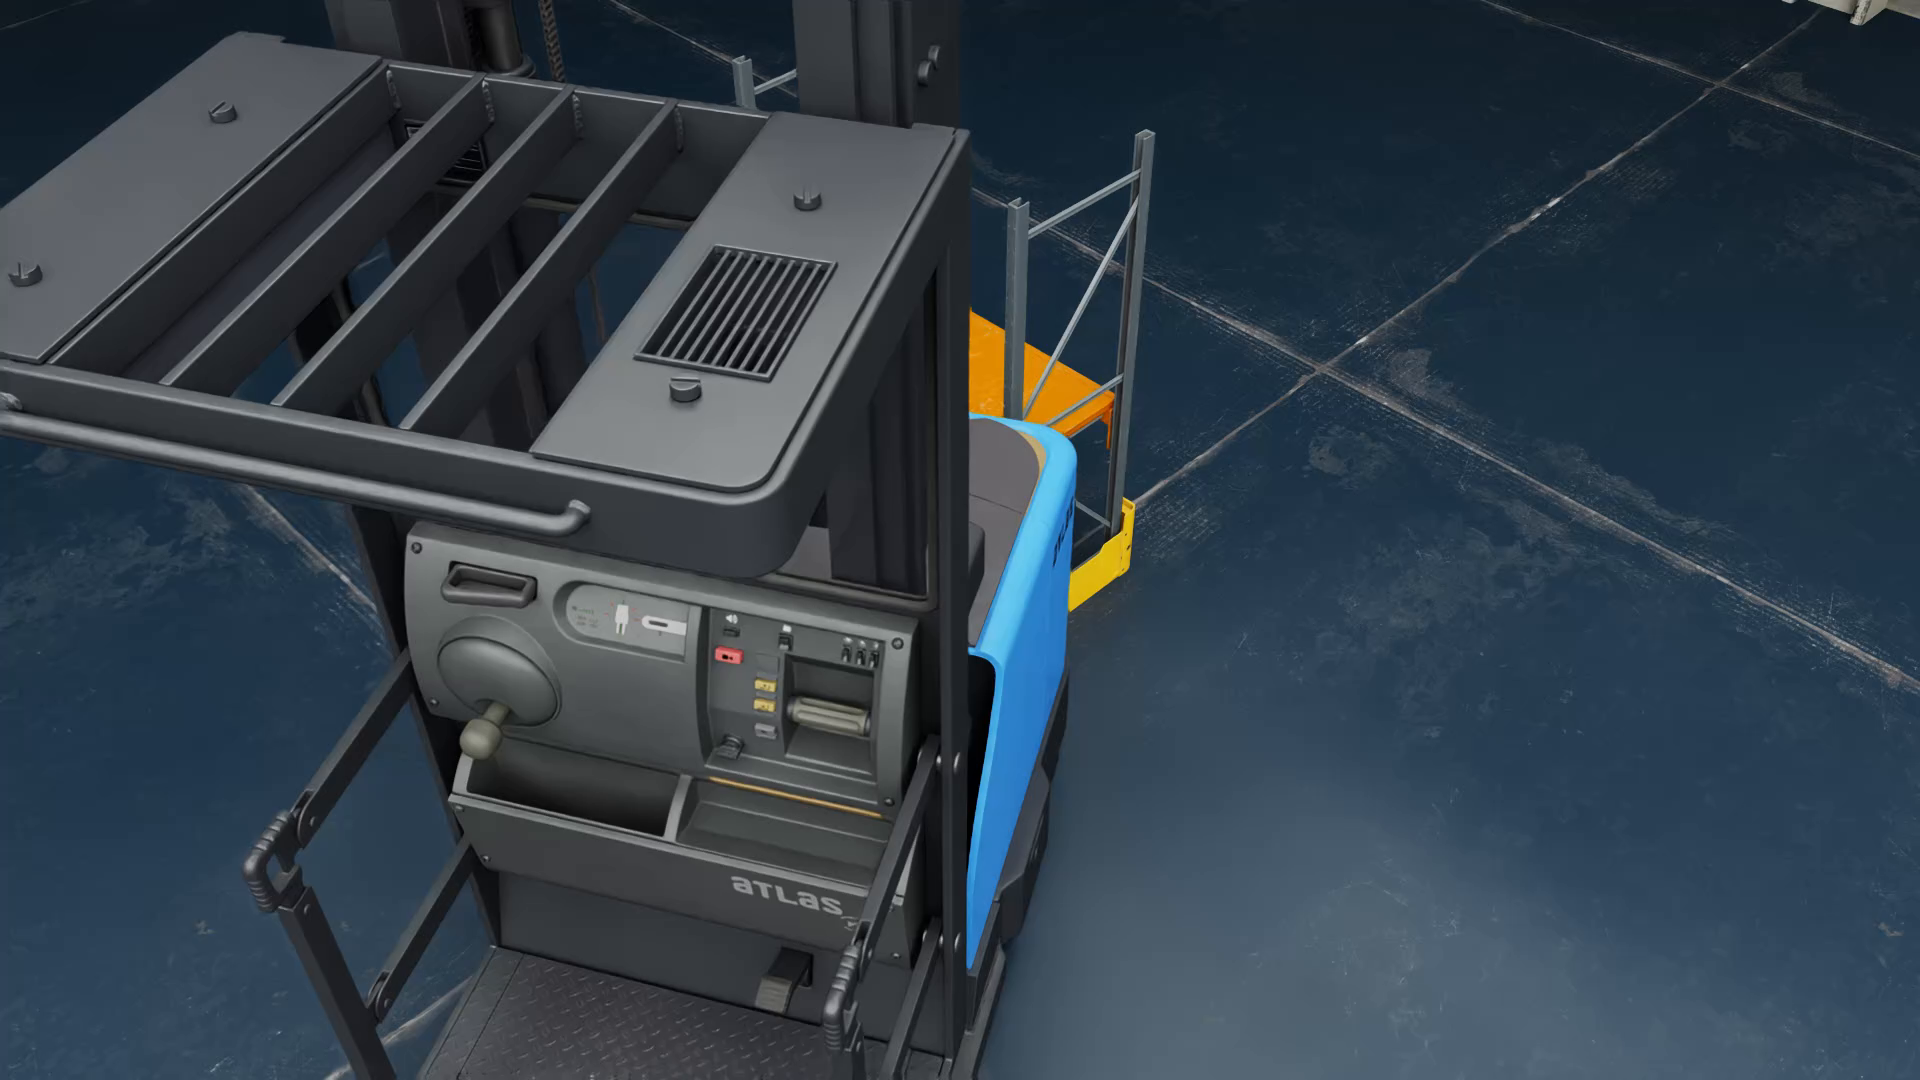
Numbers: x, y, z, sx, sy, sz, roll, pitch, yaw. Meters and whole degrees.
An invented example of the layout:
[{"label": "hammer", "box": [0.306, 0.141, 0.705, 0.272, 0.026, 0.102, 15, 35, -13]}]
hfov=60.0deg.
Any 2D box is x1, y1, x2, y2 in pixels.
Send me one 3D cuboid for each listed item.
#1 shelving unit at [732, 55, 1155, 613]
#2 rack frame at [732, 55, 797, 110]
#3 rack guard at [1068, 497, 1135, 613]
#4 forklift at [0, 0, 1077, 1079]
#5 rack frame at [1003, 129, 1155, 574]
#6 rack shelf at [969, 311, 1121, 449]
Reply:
[{"label": "shelving unit", "box": [-0.054, -0.587, 4.781, 0.587, 1.500, 1.083, -34, 53, -31]}, {"label": "rack frame", "box": [-0.419, -0.836, 5.050, 0.500, 1.500, 0.032, -34, 53, -31]}, {"label": "rack guard", "box": [0.298, 0.111, 4.946, 0.587, 0.250, 0.087, -34, 53, -31]}, {"label": "forklift", "box": [-0.589, 0.325, 2.739, 1.130, 2.935, 3.031, 11, 44, 11]}, {"label": "rack frame", "box": [0.299, -0.348, 4.521, 0.500, 1.500, 0.032, -34, 53, -31]}, {"label": "rack shelf", "box": [-0.060, -0.460, 4.907, 0.538, 0.185, 1.000, -34, 53, -31]}]
